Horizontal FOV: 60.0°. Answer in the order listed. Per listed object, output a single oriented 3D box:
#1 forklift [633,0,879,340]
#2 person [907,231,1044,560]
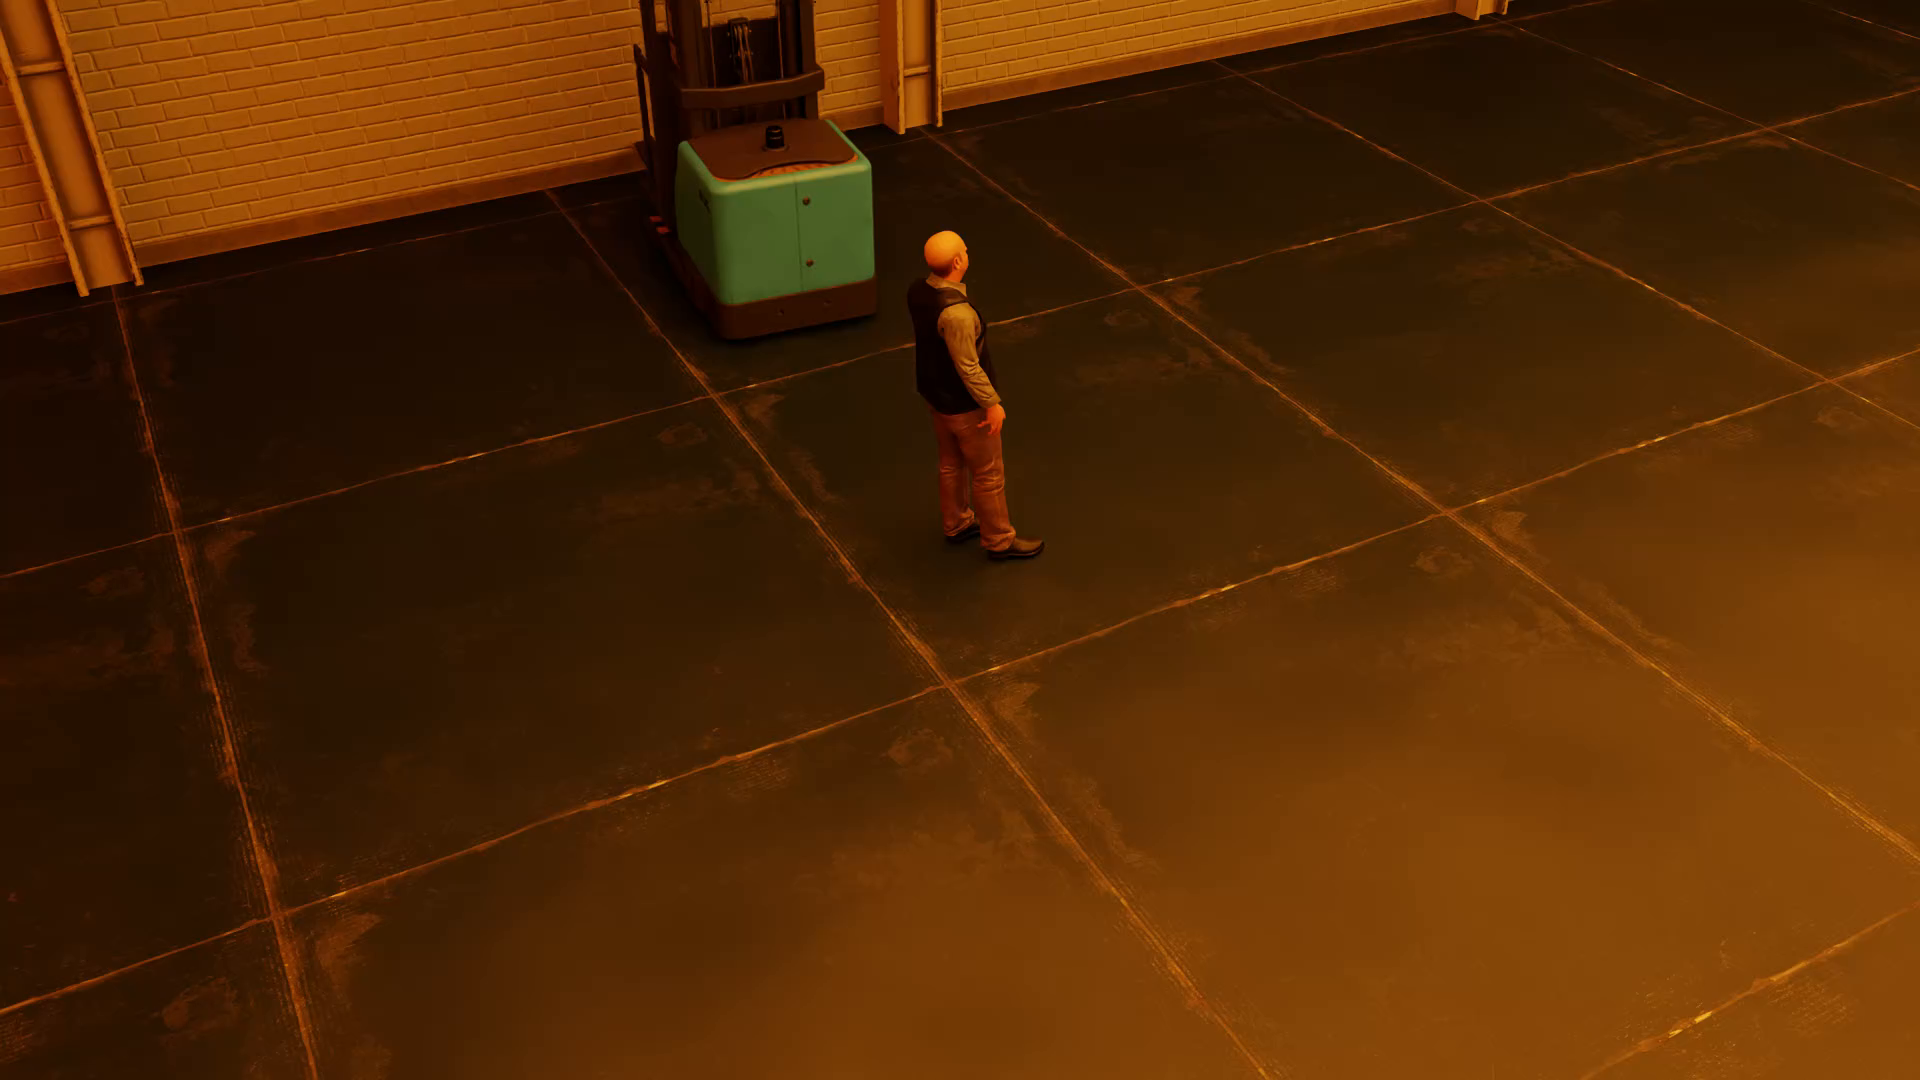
[{"bbox_3d":[-1.553,-3.280,10.763,1.130,2.935,3.031,-14,37,-18],"label":"forklift"},{"bbox_3d":[0.059,-0.723,8.180,0.566,1.722,0.634,-17,39,-23],"label":"person"}]
